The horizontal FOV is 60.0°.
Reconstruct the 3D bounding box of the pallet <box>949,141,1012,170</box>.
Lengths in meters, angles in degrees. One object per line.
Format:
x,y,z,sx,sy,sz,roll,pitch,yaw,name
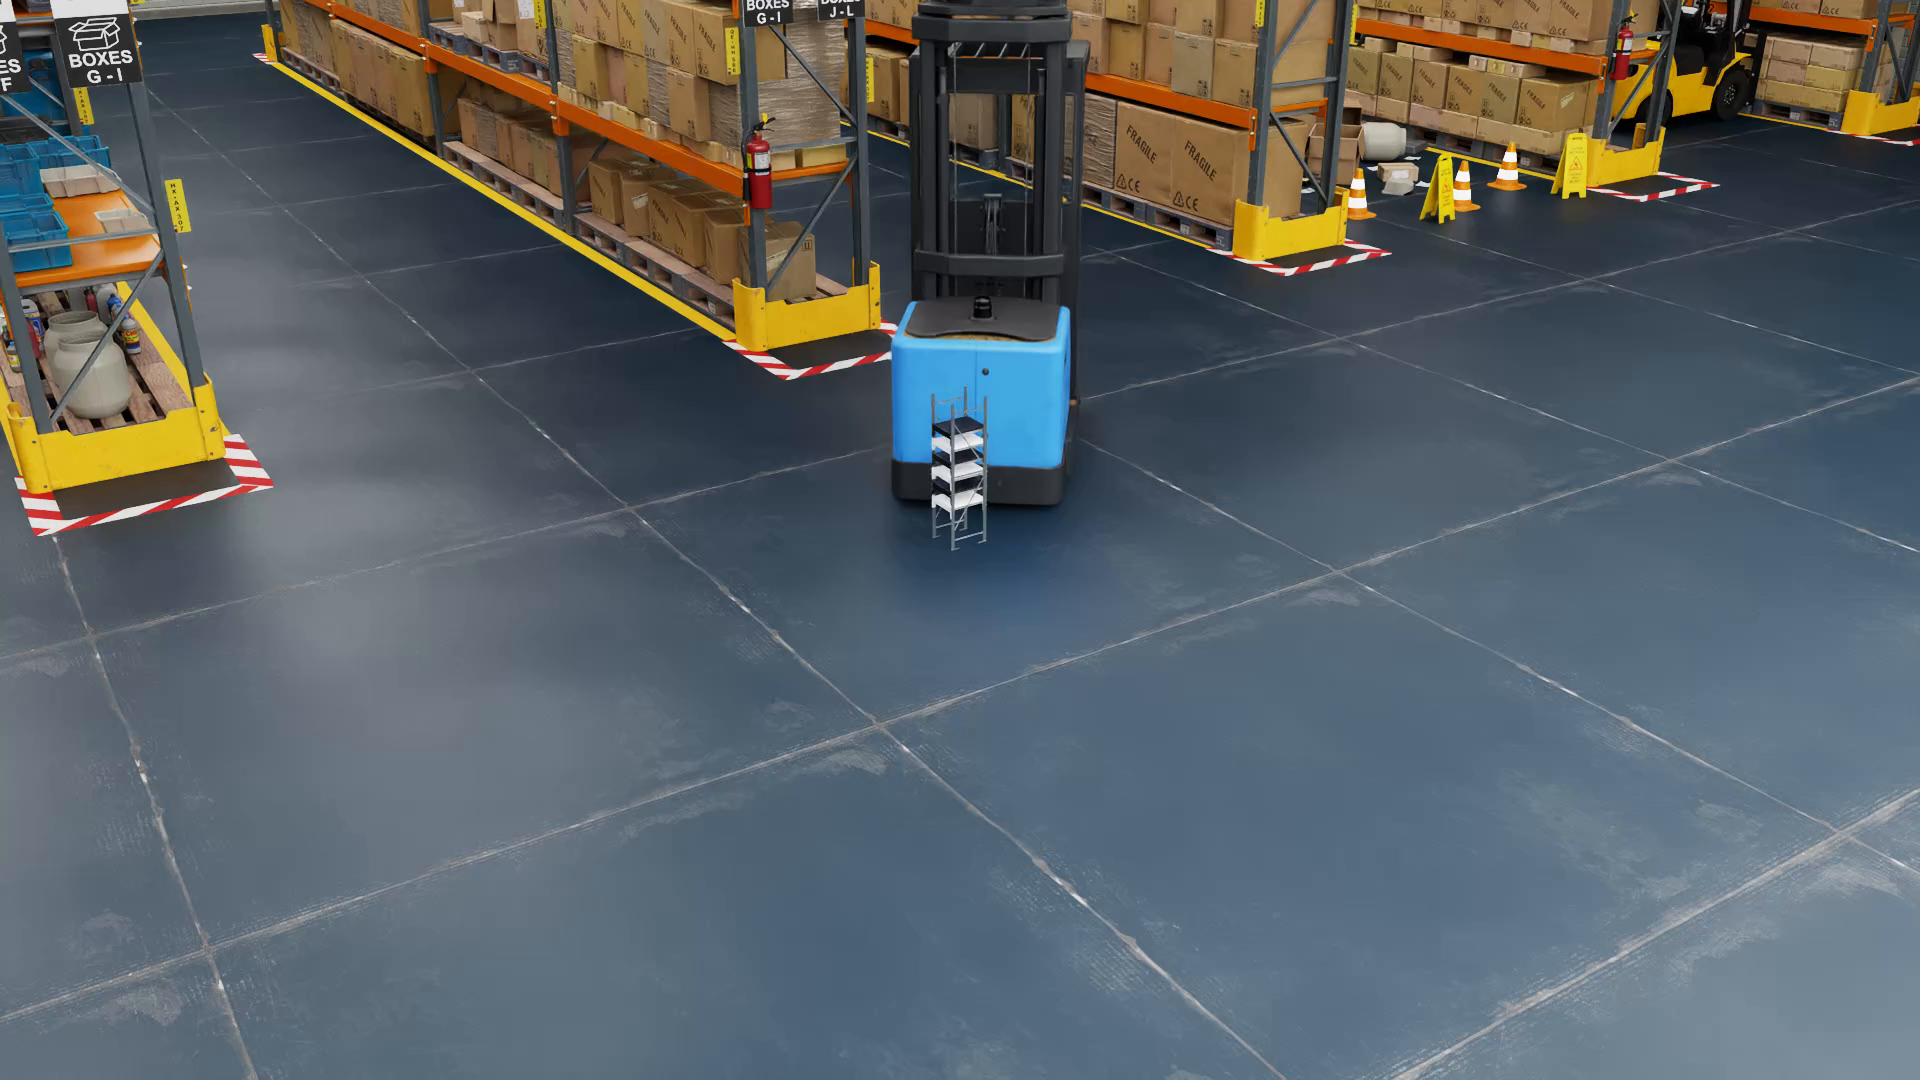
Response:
0.388,-4.515,19.067,1.003,0.211,1.213,-16,29,-30,pallet

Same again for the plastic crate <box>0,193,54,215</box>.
-6.178,-2.089,10.835,0.499,0.251,0.408,-16,29,-30,plastic crate

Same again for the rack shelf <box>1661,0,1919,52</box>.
10.213,-6.825,21.536,1.077,0.370,4.000,-16,29,-30,rack shelf

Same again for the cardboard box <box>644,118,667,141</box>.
-2.390,-3.419,13.774,0.380,0.149,0.250,-16,29,-30,cardboard box

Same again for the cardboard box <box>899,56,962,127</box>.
-0.065,-5.237,19.474,1.050,0.750,0.750,-16,29,-30,cardboard box

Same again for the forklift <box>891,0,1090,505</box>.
0.255,-2.132,10.832,1.130,2.935,3.031,3,25,6,forklift

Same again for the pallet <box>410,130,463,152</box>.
-5.889,-4.867,19.813,1.003,0.211,1.213,-16,29,-30,pallet

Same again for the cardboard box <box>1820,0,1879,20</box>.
10.817,-6.595,20.089,0.500,0.500,0.500,-16,30,-31,cardboard box

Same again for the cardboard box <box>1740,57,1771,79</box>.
10.213,-6.070,21.238,0.500,0.250,0.500,-16,30,-31,cardboard box

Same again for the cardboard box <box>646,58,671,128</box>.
-2.042,-3.690,13.587,0.875,0.500,0.500,-16,29,-30,cardboard box

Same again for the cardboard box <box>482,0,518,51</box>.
-4.362,-5.233,16.708,0.797,0.503,0.637,-12,28,-24,cardboard box

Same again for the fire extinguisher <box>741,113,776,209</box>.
-1.478,-2.784,12.224,0.296,0.674,0.183,-16,29,-30,fire extinguisher

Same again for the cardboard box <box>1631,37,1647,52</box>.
7.136,-5.333,17.827,0.380,0.149,0.250,-15,29,-29,cardboard box

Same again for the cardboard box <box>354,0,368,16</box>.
-7.116,-6.723,20.361,0.500,0.500,0.500,-16,30,-31,cardboard box

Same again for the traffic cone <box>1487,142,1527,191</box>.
5.833,-3.983,17.644,0.336,0.463,0.334,-16,29,-30,traffic cone

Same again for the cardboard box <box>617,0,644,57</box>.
-2.477,-4.276,13.657,0.500,0.500,0.500,-16,29,-30,cardboard box

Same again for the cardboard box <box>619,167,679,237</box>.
-2.834,-3.102,15.243,0.500,0.500,0.500,-6,26,-13,cardboard box

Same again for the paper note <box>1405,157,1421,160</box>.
5.155,-4.353,18.935,0.148,0.019,0.142,18,31,33,paper note

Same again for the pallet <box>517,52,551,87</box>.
-3.634,-4.618,16.244,1.003,0.211,1.213,-16,29,-30,pallet

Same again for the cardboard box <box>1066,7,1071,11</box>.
1.403,-5.265,17.213,0.875,0.550,0.550,-16,29,-30,cardboard box

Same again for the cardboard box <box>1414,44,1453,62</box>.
5.510,-5.675,19.348,0.380,0.149,0.250,-14,29,-27,cardboard box

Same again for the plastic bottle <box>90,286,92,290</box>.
-6.790,-2.013,13.088,0.144,0.351,0.185,-17,30,-32,plastic bottle

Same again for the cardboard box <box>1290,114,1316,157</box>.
3.551,-4.580,18.703,0.797,0.637,0.503,-16,29,-30,cardboard box

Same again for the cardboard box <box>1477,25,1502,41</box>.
6.008,-5.688,18.580,0.380,0.149,0.250,-16,30,-30,cardboard box

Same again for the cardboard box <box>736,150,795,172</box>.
-1.483,-2.907,12.689,0.380,0.149,0.250,-16,29,-30,cardboard box

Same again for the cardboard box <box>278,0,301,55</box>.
-9.473,-7.709,24.563,0.875,0.875,0.875,-16,29,-30,cardboard box

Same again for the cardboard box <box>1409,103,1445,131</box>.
5.653,-5.002,19.562,0.500,0.250,0.500,-16,30,-30,cardboard box

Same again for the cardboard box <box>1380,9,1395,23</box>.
5.220,-6.240,19.749,0.380,0.149,0.250,-16,29,-30,cardboard box

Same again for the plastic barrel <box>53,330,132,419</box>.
-5.728,-1.095,10.979,0.421,0.512,0.421,0,25,0,plastic barrel

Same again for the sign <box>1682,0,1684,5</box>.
7.603,-5.795,17.497,0.100,0.325,0.005,-16,29,-30,sign

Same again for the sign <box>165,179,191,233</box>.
-4.841,-2.065,10.286,0.100,0.325,0.005,-16,29,-30,sign

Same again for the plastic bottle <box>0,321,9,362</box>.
-6.789,-1.431,11.944,0.152,0.276,0.135,-15,29,-29,plastic bottle

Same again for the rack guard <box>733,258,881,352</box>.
-1.196,-1.864,13.113,1.175,0.500,0.348,-16,29,-30,rack guard

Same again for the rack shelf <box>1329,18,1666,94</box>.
6.057,-5.667,19.083,1.077,0.370,4.000,-16,29,-30,rack shelf

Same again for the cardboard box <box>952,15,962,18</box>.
0.088,-5.868,18.549,0.500,0.500,0.500,-16,30,-30,cardboard box

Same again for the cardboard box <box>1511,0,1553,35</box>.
6.352,-5.766,17.986,0.500,0.500,0.500,-15,29,-29,cardboard box

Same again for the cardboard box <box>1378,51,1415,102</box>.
5.363,-5.530,19.802,0.500,0.500,0.500,-14,29,-28,cardboard box

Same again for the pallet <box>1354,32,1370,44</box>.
6.562,-8.311,27.108,1.003,0.211,1.213,-16,29,-30,pallet

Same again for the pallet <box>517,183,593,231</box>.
-3.764,-3.415,16.737,1.003,0.211,1.213,-16,29,-30,pallet

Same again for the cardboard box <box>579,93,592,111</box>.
-3.188,-3.962,14.923,0.380,0.149,0.250,-16,29,-30,cardboard box

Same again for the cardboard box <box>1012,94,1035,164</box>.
1.157,-4.505,17.777,0.875,0.875,0.875,-15,29,-29,cardboard box

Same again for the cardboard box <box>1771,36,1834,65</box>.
10.509,-6.107,20.730,0.500,0.250,0.500,-15,29,-29,cardboard box

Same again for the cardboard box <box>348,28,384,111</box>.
-6.851,-5.945,20.826,1.225,0.875,0.875,-17,30,-31,cardboard box

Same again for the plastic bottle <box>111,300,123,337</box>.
-6.275,-1.658,12.428,0.097,0.271,0.097,0,25,0,plastic bottle

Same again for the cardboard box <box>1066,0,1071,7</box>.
1.443,-5.764,17.006,0.875,0.550,0.550,-16,29,-30,cardboard box

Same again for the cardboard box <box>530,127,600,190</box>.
-3.900,-3.866,16.839,0.700,0.500,0.500,-16,29,-30,cardboard box

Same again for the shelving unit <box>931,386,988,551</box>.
-0.004,-0.410,9.564,0.258,0.900,0.210,-16,29,-30,shelving unit

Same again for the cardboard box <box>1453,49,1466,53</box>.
5.792,-5.662,20.081,0.500,0.500,0.500,-15,29,-29,cardboard box

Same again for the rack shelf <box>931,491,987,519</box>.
-0.004,-0.217,9.655,0.258,0.077,0.200,-16,29,-30,rack shelf

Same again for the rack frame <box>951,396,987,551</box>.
0.051,-0.373,9.487,0.240,0.900,0.006,-16,29,-30,rack frame

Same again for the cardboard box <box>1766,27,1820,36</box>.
10.662,-6.409,21.369,0.500,0.250,0.500,-16,30,-30,cardboard box

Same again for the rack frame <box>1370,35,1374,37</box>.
6.938,-9.296,25.928,1.000,3.000,0.127,-16,29,-30,rack frame

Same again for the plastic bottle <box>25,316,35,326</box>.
-6.881,-1.549,12.281,0.097,0.201,0.097,0,25,0,plastic bottle

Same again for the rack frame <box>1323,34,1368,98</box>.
4.965,-6.707,20.444,1.000,3.000,0.127,-16,29,-30,rack frame
